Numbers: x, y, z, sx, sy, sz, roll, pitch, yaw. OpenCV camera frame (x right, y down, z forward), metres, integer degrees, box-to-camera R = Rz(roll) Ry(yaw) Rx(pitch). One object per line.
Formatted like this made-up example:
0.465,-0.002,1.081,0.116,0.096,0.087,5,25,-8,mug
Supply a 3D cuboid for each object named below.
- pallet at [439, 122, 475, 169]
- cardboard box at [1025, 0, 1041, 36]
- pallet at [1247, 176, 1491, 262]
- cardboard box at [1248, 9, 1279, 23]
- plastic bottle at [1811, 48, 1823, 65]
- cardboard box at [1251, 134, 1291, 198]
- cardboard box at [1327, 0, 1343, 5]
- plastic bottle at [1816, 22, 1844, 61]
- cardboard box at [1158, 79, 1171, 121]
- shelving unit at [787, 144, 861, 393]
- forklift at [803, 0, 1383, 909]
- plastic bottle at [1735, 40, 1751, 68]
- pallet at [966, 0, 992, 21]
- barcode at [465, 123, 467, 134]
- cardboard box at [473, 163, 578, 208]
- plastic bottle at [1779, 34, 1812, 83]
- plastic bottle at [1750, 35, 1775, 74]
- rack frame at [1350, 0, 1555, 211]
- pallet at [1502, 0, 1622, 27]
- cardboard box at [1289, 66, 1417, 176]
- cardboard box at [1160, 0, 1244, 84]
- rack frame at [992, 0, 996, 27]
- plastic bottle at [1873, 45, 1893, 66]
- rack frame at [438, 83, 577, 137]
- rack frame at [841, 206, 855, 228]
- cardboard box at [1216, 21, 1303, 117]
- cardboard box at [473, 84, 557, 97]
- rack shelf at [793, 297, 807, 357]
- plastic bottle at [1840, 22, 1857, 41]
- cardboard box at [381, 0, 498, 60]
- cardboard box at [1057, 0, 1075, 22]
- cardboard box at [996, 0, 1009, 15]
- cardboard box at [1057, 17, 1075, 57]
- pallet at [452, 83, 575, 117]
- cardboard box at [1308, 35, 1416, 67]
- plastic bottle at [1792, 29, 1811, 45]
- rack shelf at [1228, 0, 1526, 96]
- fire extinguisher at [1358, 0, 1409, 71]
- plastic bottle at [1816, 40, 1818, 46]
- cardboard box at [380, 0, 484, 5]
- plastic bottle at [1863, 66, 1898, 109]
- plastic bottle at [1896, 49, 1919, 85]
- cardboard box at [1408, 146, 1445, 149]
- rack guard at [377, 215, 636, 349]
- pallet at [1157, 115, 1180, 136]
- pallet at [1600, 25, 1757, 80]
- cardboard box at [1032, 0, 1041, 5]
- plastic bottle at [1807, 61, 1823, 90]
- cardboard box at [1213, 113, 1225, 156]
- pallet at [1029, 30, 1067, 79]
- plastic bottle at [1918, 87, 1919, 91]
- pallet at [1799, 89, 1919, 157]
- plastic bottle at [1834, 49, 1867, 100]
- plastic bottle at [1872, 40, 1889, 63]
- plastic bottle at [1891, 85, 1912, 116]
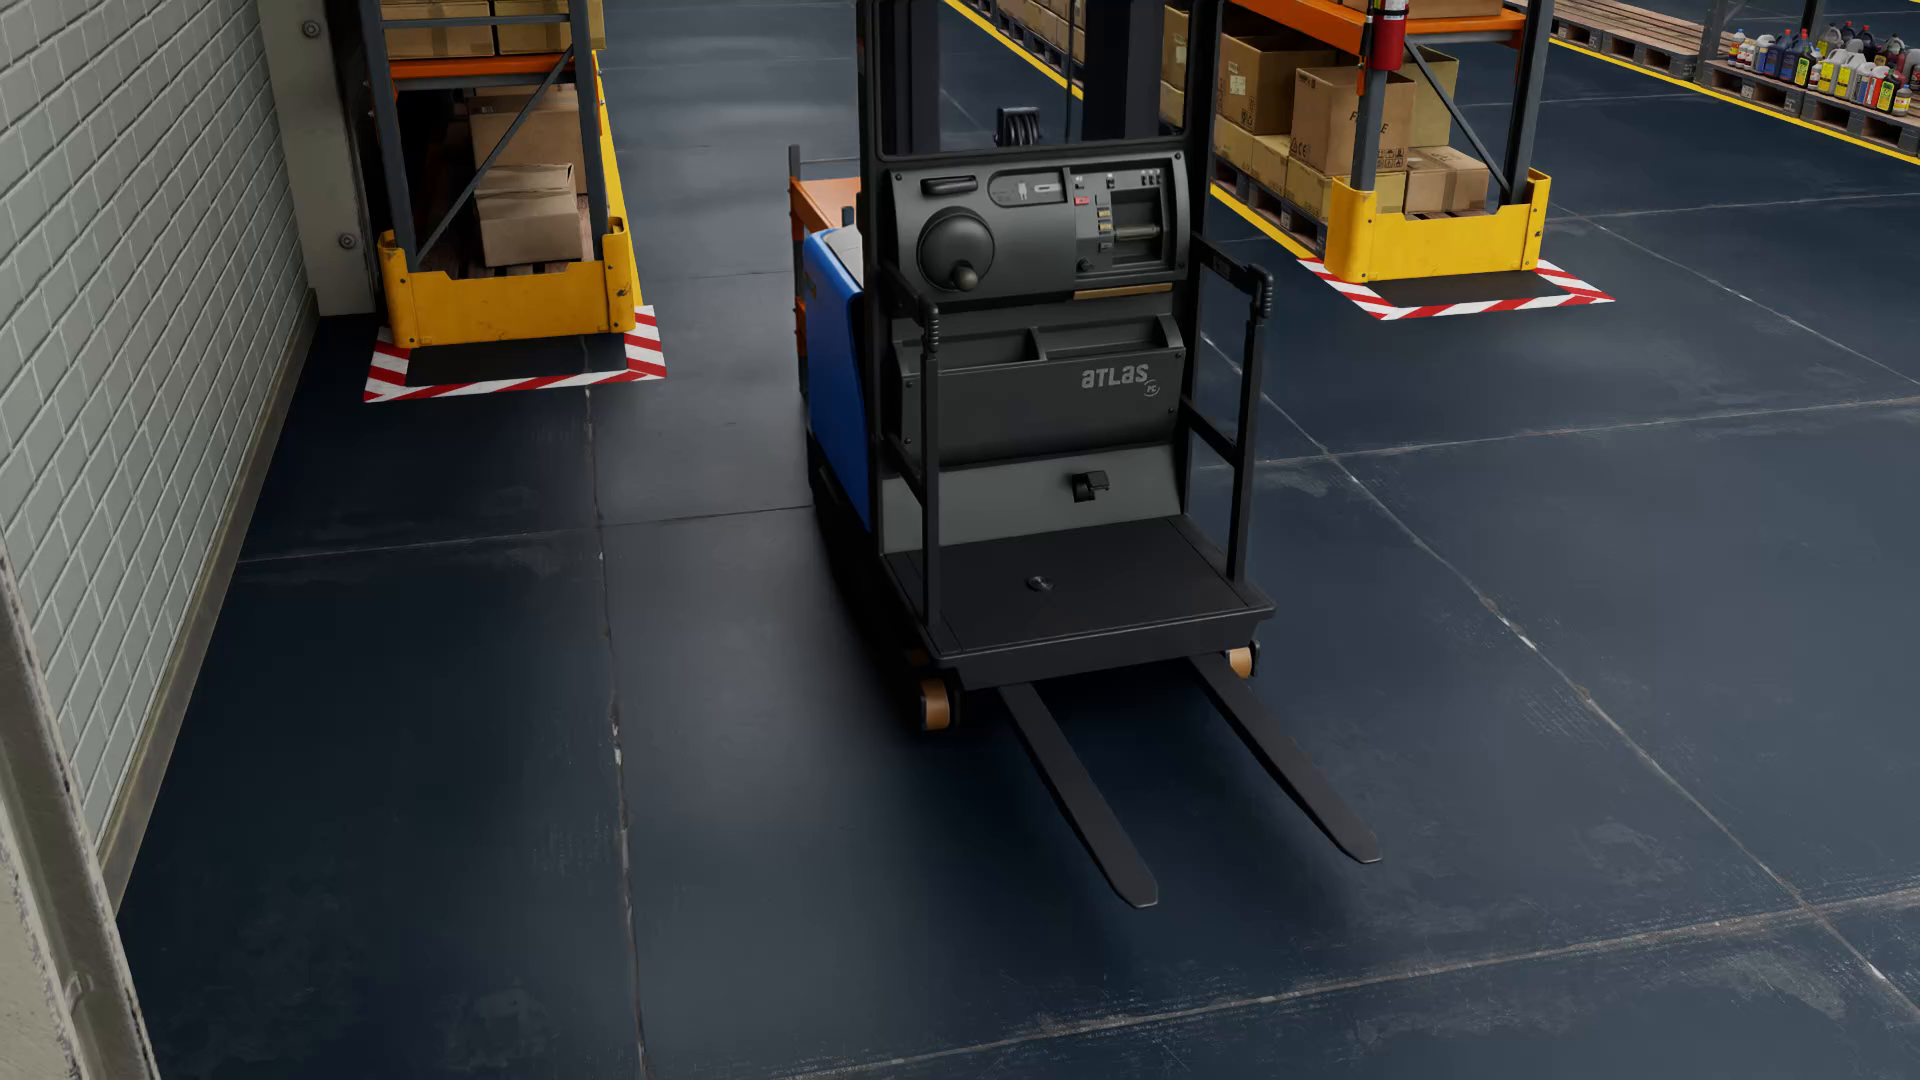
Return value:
-2.926,-2.586,11.140,1.003,0.211,1.213,-6,27,-12,pallet
0.881,-4.635,14.690,0.500,0.250,0.500,-7,28,-13,cardboard box
2.402,-1.958,9.895,1.003,0.211,1.213,-6,27,-12,pallet
2.249,-3.301,11.214,0.500,0.500,0.500,-6,27,-12,cardboard box
6.430,-3.567,12.528,0.097,0.271,0.097,0,27,0,plastic bottle
2.082,-2.255,9.974,0.500,0.250,0.500,-6,27,-12,cardboard box
2.399,-3.352,9.452,0.700,0.500,0.500,-5,27,-10,cardboard box
6.826,-3.874,13.049,0.144,0.351,0.185,-6,27,-12,plastic bottle
1.630,-3.133,11.713,0.500,0.250,0.500,-6,27,-12,cardboard box
-0.345,-0.992,6.967,0.538,1.125,1.048,-8,28,-15,shelving unit
0.312,-0.921,4.822,1.130,2.935,3.031,-8,28,-15,forklift
6.208,-3.847,13.160,0.097,0.201,0.097,0,27,0,plastic bottle
0.681,-5.470,16.853,1.003,0.211,1.213,-6,27,-12,pallet
-3.213,-2.674,10.816,0.001,0.075,0.075,-6,27,-12,barcode
-2.407,-1.926,9.232,0.500,0.311,0.500,-4,27,-7,cardboard box
6.360,-3.663,12.630,0.144,0.351,0.185,-7,28,-14,plastic bottle
6.284,-3.786,12.956,0.152,0.276,0.135,-5,27,-10,plastic bottle
2.615,-2.871,8.610,1.000,3.000,0.127,-6,27,-12,rack frame
5.775,-5.296,16.508,1.003,0.211,1.213,-6,27,-12,pallet
2.204,-2.371,9.372,0.500,0.500,0.500,-6,27,-12,cardboard box
1.633,-3.468,11.545,0.500,0.500,0.500,-6,27,-12,cardboard box
0.812,-6.383,15.568,1.000,3.000,0.127,-6,27,-12,rack frame
6.988,-3.611,12.602,0.061,0.283,0.133,-6,27,-12,plastic bottle
-3.112,-4.123,11.089,1.000,3.000,0.127,-6,27,-12,rack frame
-0.201,-0.772,6.532,0.500,1.125,0.032,-8,28,-15,rack frame
1.853,-3.028,10.674,0.500,0.500,0.500,-6,27,-12,cardboard box
-2.839,-2.752,10.658,0.500,0.500,0.500,-8,28,-15,cardboard box
-0.345,-0.774,7.077,0.538,0.278,1.000,-8,28,-15,rack shelf
6.966,-3.889,13.078,0.144,0.351,0.185,-7,28,-13,plastic bottle
-2.505,-2.494,8.007,0.500,0.250,0.500,-6,27,-11,cardboard box
1.109,-4.433,13.668,0.500,0.311,0.500,-6,27,-12,cardboard box
0.644,-5.083,15.578,0.500,0.250,0.500,-6,27,-12,cardboard box
1.110,-4.187,13.801,0.500,0.250,0.500,-5,27,-10,cardboard box
-3.289,-3.219,12.394,1.003,0.211,1.213,-6,27,-12,pallet
2.471,-2.862,10.344,0.500,0.500,0.500,-6,27,-12,cardboard box
6.458,-3.761,12.823,0.144,0.351,0.185,-6,27,-12,plastic bottle
2.164,-3.428,10.511,1.077,0.370,4.000,-6,27,-12,rack shelf
2.189,-2.738,8.431,0.296,0.674,0.183,-6,27,-12,fire extinguisher
6.926,-3.948,13.361,0.097,0.201,0.097,0,27,0,plastic bottle
-2.524,-2.829,7.837,0.500,0.500,0.500,-6,27,-12,cardboard box
6.571,-3.228,11.851,0.152,0.276,0.135,-6,27,-11,plastic bottle
7.115,-3.558,12.504,0.152,0.276,0.135,-5,27,-11,plastic bottle
2.594,-2.308,10.080,0.500,0.250,0.500,-6,27,-12,cardboard box
-2.228,-1.284,8.239,1.175,0.500,0.348,-6,27,-12,rack guard
1.852,-3.029,12.017,1.003,0.211,1.213,-6,27,-12,pallet
6.325,-4.225,14.386,1.003,0.211,1.213,-6,27,-12,pallet
0.883,-4.880,14.552,0.500,0.311,0.500,-7,28,-13,cardboard box
6.401,-3.470,12.413,0.097,0.201,0.097,0,27,0,plastic bottle
1.856,-2.694,10.844,0.500,0.250,0.500,-6,27,-12,cardboard box
1.231,-4.239,14.413,1.003,0.211,1.213,-6,27,-12,pallet
7.191,-3.462,12.320,0.097,0.271,0.097,0,27,0,plastic bottle
6.929,-3.048,12.055,1.003,0.211,1.213,-6,27,-12,pallet
6.498,-3.395,12.099,0.144,0.351,0.185,-5,27,-9,plastic bottle
7.087,-3.707,12.793,0.061,0.283,0.133,-4,27,-8,plastic bottle
6.601,-3.082,11.644,0.097,0.201,0.097,0,27,0,plastic bottle
